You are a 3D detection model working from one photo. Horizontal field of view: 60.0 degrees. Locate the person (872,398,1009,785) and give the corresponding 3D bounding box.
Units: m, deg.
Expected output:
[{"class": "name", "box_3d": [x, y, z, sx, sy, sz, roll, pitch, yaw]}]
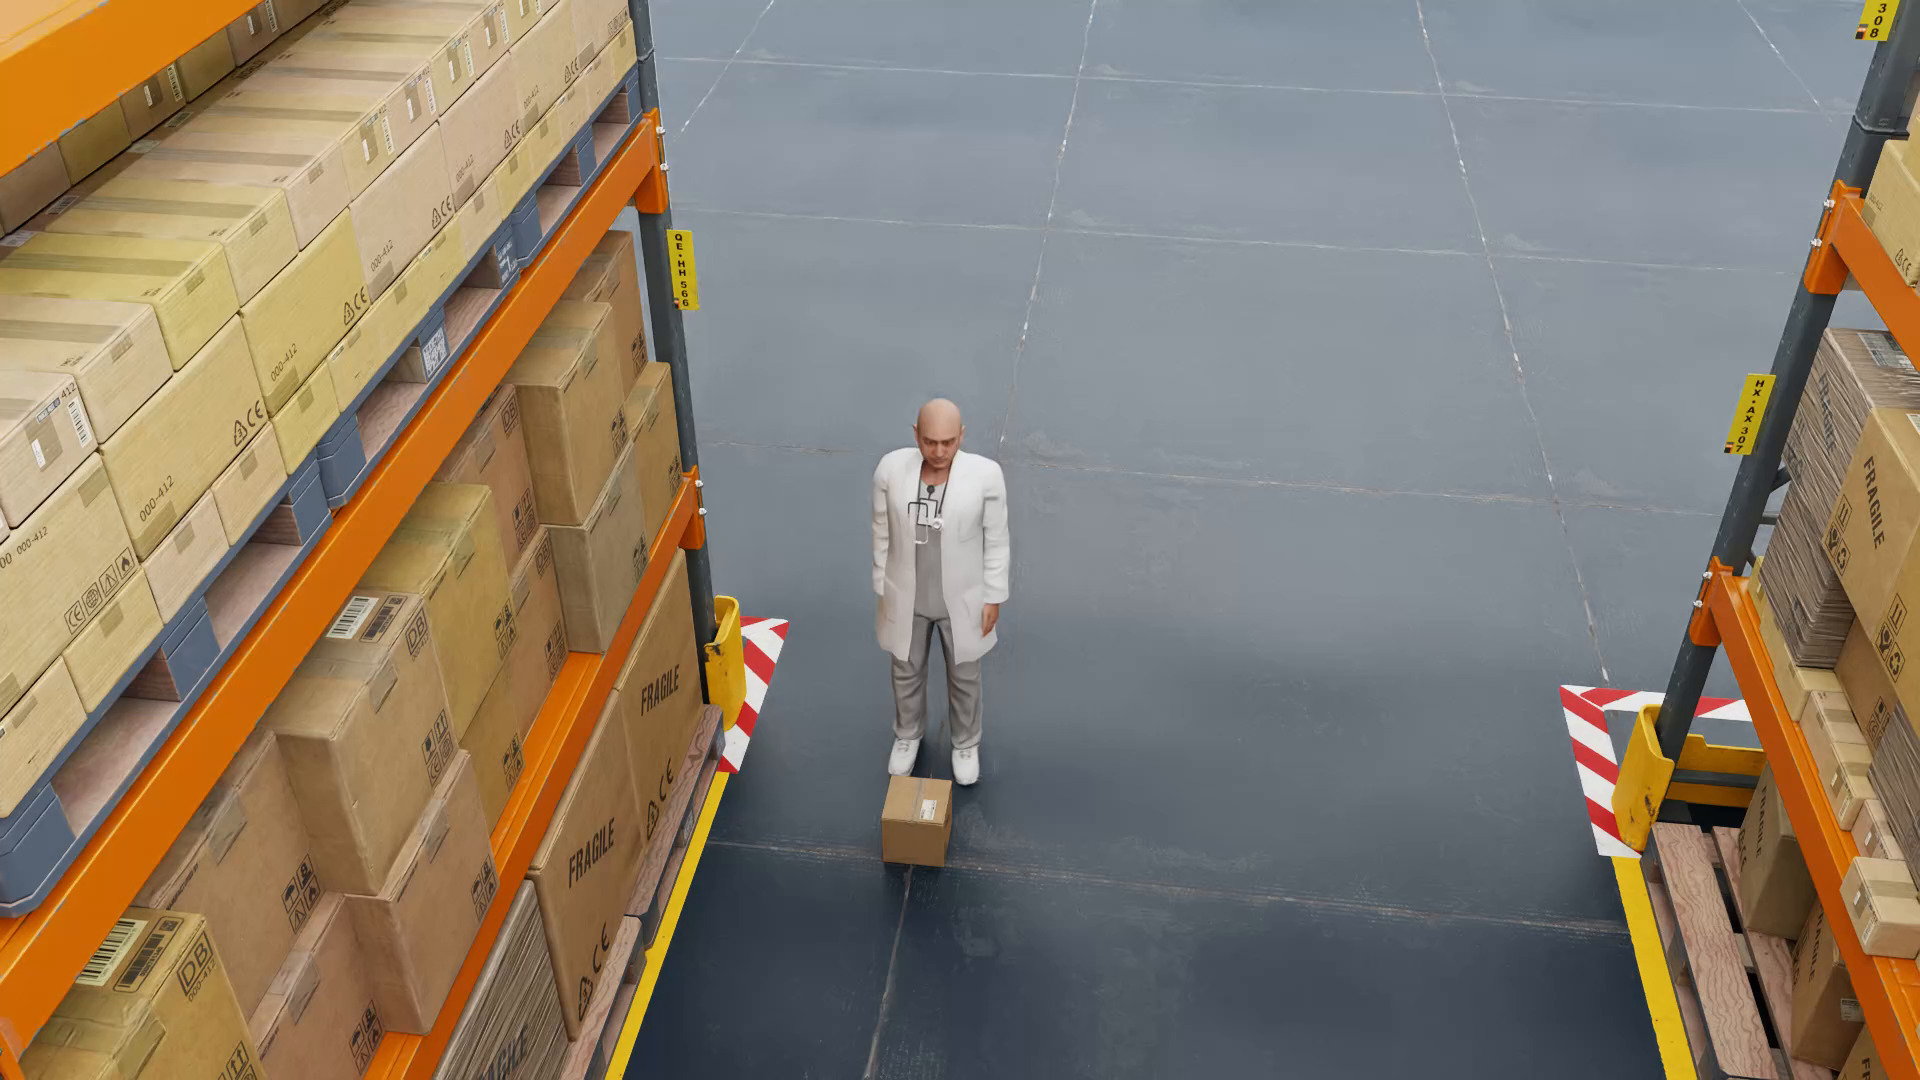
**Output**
[{"class": "person", "box_3d": [-0.083, 0.226, 6.746, 0.560, 1.781, 0.382, 5, 36, 7]}]
